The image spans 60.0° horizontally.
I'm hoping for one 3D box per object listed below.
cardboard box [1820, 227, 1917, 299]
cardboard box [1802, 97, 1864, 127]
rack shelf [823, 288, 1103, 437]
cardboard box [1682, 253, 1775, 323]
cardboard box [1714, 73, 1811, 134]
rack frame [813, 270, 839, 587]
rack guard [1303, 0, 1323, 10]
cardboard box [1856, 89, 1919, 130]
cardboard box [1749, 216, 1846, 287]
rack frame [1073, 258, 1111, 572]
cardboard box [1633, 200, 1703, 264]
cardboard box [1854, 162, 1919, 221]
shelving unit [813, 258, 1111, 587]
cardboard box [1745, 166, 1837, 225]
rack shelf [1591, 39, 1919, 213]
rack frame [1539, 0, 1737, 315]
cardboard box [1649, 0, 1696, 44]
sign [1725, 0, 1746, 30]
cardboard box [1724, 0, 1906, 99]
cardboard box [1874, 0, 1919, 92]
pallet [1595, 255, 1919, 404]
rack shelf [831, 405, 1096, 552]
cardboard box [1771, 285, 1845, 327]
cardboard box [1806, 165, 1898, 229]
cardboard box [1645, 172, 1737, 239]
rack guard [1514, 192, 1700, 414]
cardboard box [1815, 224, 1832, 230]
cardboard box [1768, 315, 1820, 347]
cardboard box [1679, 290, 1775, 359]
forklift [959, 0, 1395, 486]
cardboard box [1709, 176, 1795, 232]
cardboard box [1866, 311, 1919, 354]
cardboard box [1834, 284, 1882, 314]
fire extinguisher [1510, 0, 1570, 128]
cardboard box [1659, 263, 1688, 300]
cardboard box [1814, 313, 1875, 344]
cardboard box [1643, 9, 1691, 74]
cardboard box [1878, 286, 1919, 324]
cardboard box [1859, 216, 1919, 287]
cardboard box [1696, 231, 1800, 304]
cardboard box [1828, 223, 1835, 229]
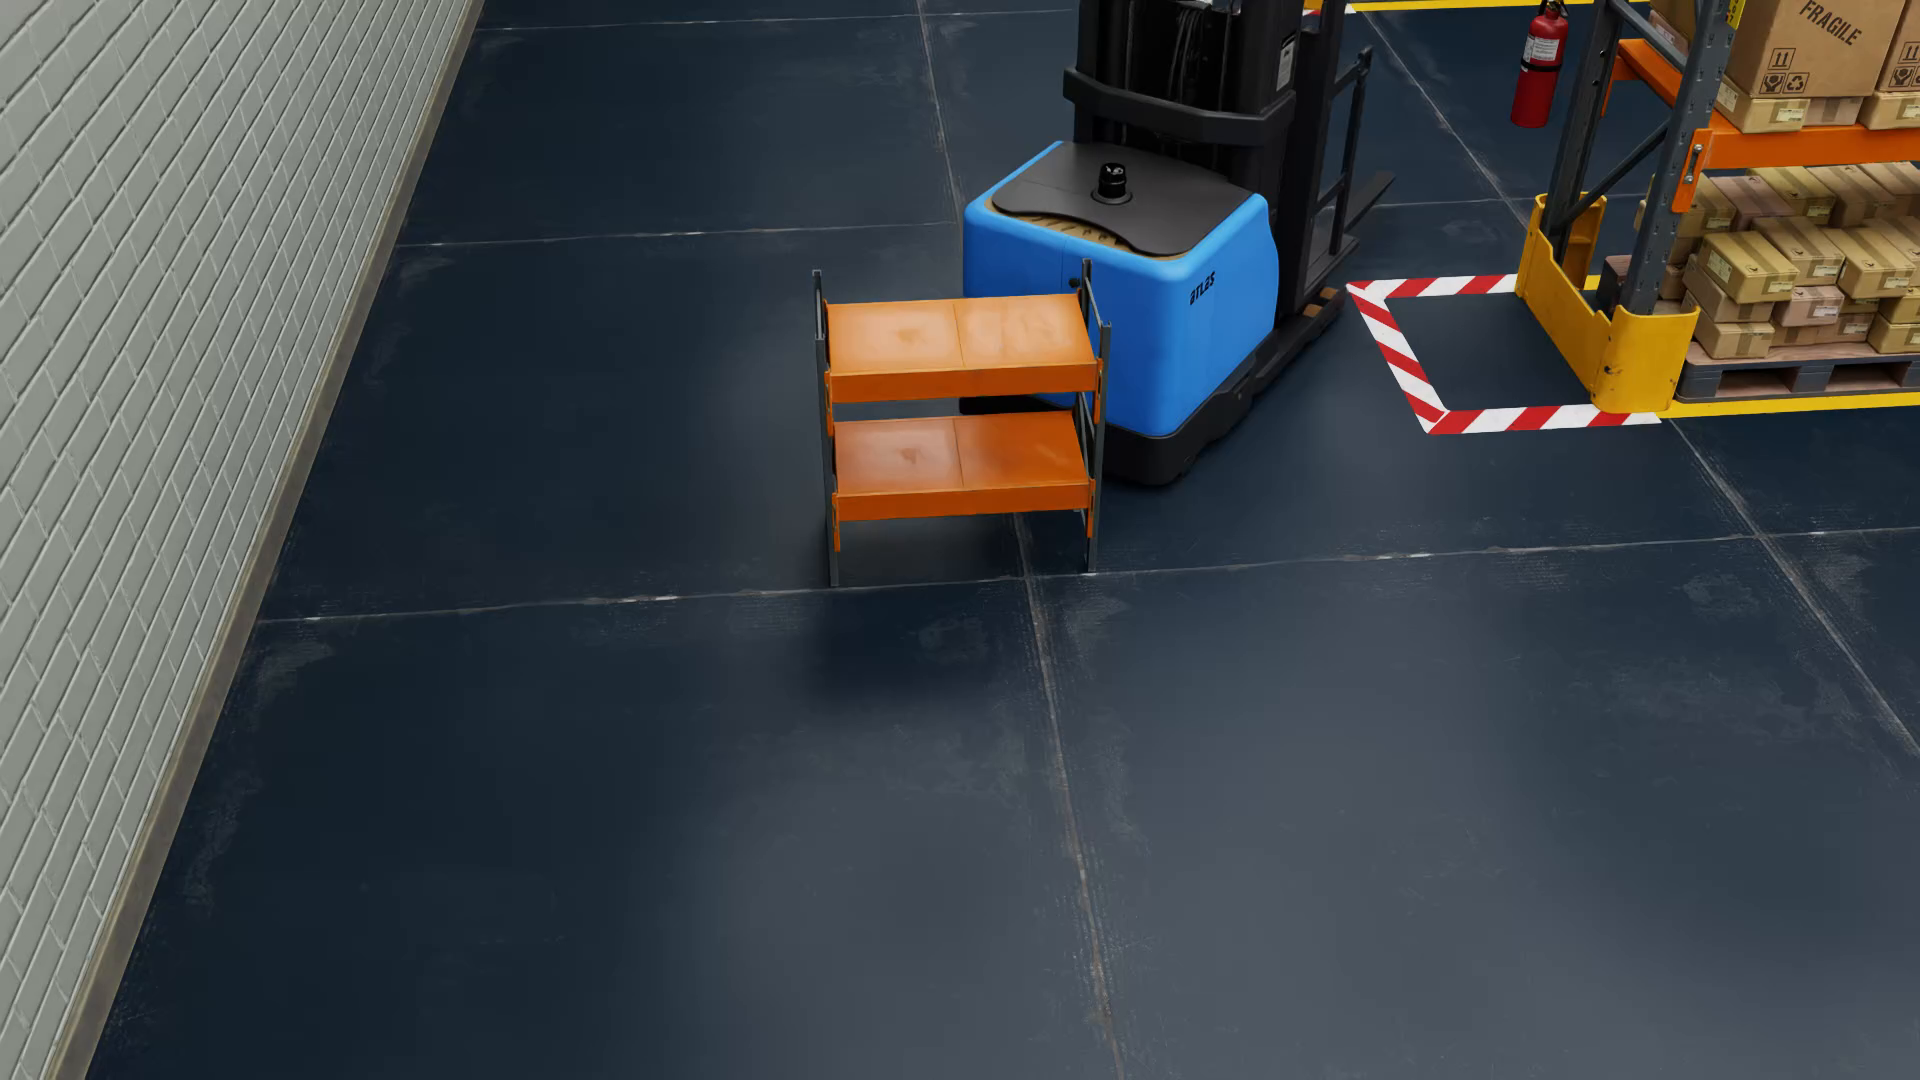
[{"bbox_3d":[3.999,-1.229,7.368,0.250,0.149,0.380,-3,38,-4],"label":"cardboard box"},{"bbox_3d":[3.522,-1.863,6.892,0.250,0.149,0.380,-2,38,-2],"label":"cardboard box"},{"bbox_3d":[-0.007,-0.671,6.220,1.000,0.278,0.538,-3,38,-4],"label":"rack shelf"},{"bbox_3d":[3.465,-1.139,7.495,0.250,0.149,0.380,-2,38,-2],"label":"cardboard box"},{"bbox_3d":[3.272,-1.824,6.842,0.250,0.149,0.380,-3,38,-4],"label":"cardboard box"},{"bbox_3d":[-0.513,-0.413,6.366,0.032,1.125,0.500,-3,38,-4],"label":"rack frame"},{"bbox_3d":[2.357,-4.173,11.635,0.348,0.500,1.175,-3,38,-4],"label":"rack guard"},{"bbox_3d":[3.795,-1.845,6.869,0.250,0.149,0.380,-4,38,-5],"label":"cardboard box"},{"bbox_3d":[3.736,-1.294,7.451,0.250,0.149,0.380,-2,38,-3],"label":"cardboard box"},{"bbox_3d":[0.500,-0.469,6.436,0.032,1.125,0.500,-3,38,-4],"label":"rack frame"},{"bbox_3d":[3.421,-1.474,7.919,0.250,0.149,0.380,-4,38,-5],"label":"cardboard box"},{"bbox_3d":[4.453,-1.666,7.923,0.250,0.149,0.380,-2,38,-2],"label":"cardboard box"},{"bbox_3d":[-0.007,-0.441,6.401,1.048,1.125,0.538,-3,38,-4],"label":"shelving unit"},{"bbox_3d":[3.927,-1.642,7.892,0.250,0.149,0.380,-4,38,-5],"label":"cardboard box"},{"bbox_3d":[4.912,-1.934,7.360,4.000,0.370,1.077,-3,38,-4],"label":"rack shelf"},{"bbox_3d":[2.920,-2.107,6.998,0.127,3.000,1.000,-3,38,-4],"label":"rack frame"},{"bbox_3d":[3.345,-2.446,7.108,0.500,0.500,0.500,-2,38,-3],"label":"cardboard box"},{"bbox_3d":[2.969,-2.112,6.306,0.005,0.325,0.100,-3,38,-4],"label":"sign"},{"bbox_3d":[3.392,-2.117,6.690,0.500,0.500,0.500,-1,38,-2],"label":"cardboard box"},{"bbox_3d":[3.923,-2.162,6.748,0.500,0.500,0.500,-3,38,-4],"label":"cardboard box"},{"bbox_3d":[3.808,-1.039,7.896,1.213,0.211,1.003,-3,38,-4],"label":"pallet"},{"bbox_3d":[-0.007,-0.249,6.553,1.000,0.278,0.538,-3,38,-4],"label":"rack shelf"},{"bbox_3d":[3.743,-1.120,7.470,0.250,0.149,0.380,-3,38,-4],"label":"cardboard box"},{"bbox_3d":[4.191,-1.617,7.860,0.250,0.149,0.380,-5,39,-6],"label":"cardboard box"},{"bbox_3d":[3.425,-1.571,7.802,0.250,0.149,0.380,-3,38,-3],"label":"cardboard box"},{"bbox_3d":[2.996,-1.130,7.778,0.348,0.500,1.175,-3,38,-4],"label":"rack guard"},{"bbox_3d":[3.938,-1.504,7.957,0.250,0.149,0.380,-5,39,-6],"label":"cardboard box"},{"bbox_3d":[3.724,-1.048,7.620,0.250,0.149,0.380,-3,38,-4],"label":"cardboard box"},{"bbox_3d":[3.471,-0.984,7.537,0.250,0.149,0.380,-2,38,-3],"label":"cardboard box"},{"bbox_3d":[1.219,-2.258,7.246,1.130,2.935,3.031,22,43,25],"label":"forklift"},{"bbox_3d":[3.681,-1.550,7.775,0.250,0.149,0.380,-2,38,-3],"label":"cardboard box"},{"bbox_3d":[4.235,-1.013,7.574,0.250,0.149,0.380,-3,38,-3],"label":"cardboard box"},{"bbox_3d":[3.979,-1.188,7.556,0.250,0.149,0.380,-3,38,-3],"label":"cardboard box"},{"bbox_3d":[2.629,-2.201,7.481,0.183,0.674,0.296,-3,38,-4],"label":"fire extinguisher"},{"bbox_3d":[3.426,-1.310,7.951,0.250,0.149,0.380,-3,38,-3],"label":"cardboard box"},{"bbox_3d":[3.971,-1.066,7.642,0.250,0.149,0.380,-3,38,-3],"label":"cardboard box"},{"bbox_3d":[3.220,-2.200,7.320,0.250,0.149,0.380,-3,38,-4],"label":"cardboard box"},{"bbox_3d":[4.244,-1.135,7.489,0.250,0.149,0.380,-2,38,-3],"label":"cardboard box"},{"bbox_3d":[4.238,-1.294,7.450,0.250,0.149,0.380,-5,39,-6],"label":"cardboard box"},{"bbox_3d":[3.472,-1.205,7.338,0.250,0.149,0.380,-5,39,-6],"label":"cardboard box"},{"bbox_3d":[4.215,-1.455,7.895,0.250,0.149,0.380,-4,38,-5],"label":"cardboard box"}]
